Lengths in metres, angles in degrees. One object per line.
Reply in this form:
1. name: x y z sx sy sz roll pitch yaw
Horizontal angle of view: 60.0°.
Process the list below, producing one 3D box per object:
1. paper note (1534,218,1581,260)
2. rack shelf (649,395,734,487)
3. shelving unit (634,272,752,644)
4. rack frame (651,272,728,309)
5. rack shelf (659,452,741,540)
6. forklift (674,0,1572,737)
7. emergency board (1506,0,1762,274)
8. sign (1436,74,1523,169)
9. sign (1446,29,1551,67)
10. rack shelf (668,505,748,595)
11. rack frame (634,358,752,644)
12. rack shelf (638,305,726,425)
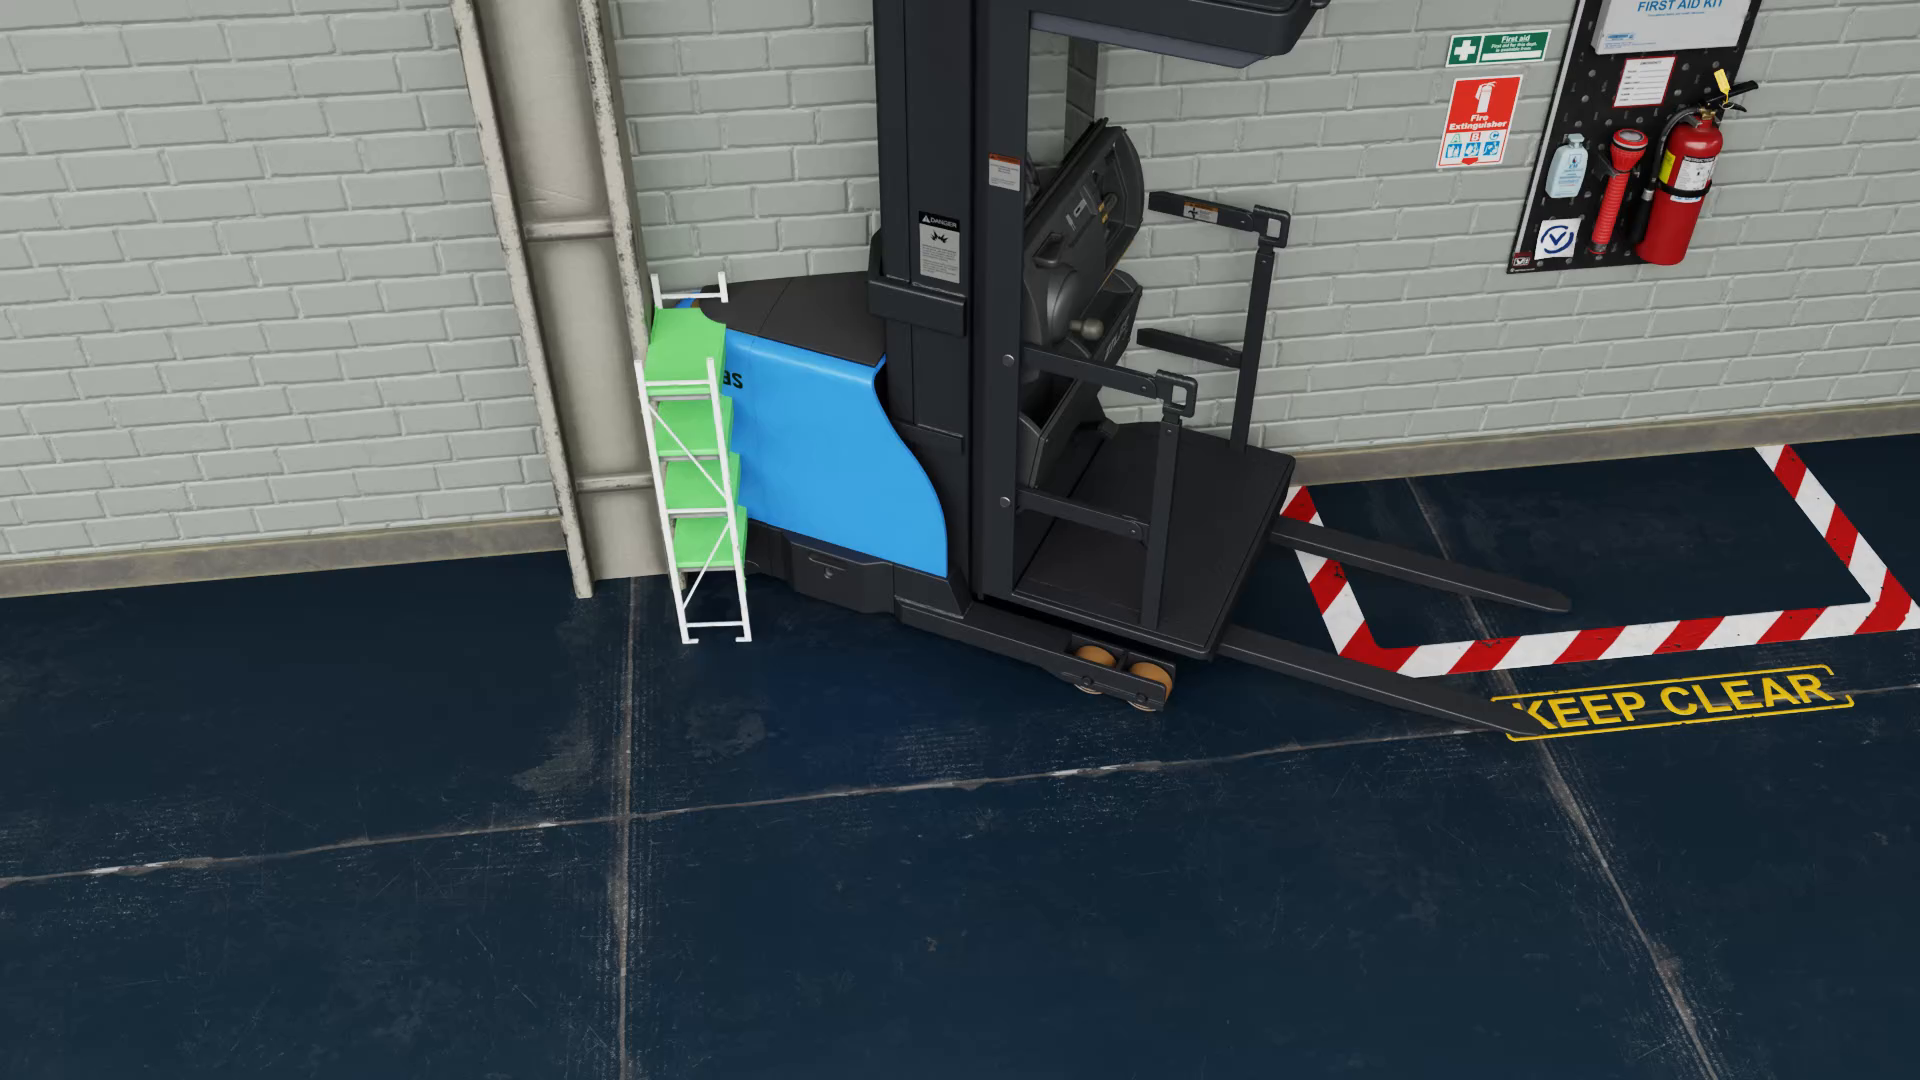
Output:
1. paper note: 2.100 -1.057 5.840 0.142 0.148 0.016 -5 42 -6
2. rack shelf: -0.874 -0.389 5.525 0.258 0.148 0.480 -2 41 -1
3. shelving unit: -0.871 -0.256 5.641 0.258 1.200 0.503 -2 41 -1
4. rack frame: -0.880 -0.416 5.824 0.240 1.200 0.015 -2 41 -1
5. rack shelf: -0.870 -0.208 5.683 0.258 0.148 0.480 -2 41 -1
6. forklift: 0.573 -0.920 5.081 3.031 2.935 1.130 16 45 17
7. emergency board: 2.284 -1.354 5.511 0.643 1.169 0.194 -5 42 -6
8. sign: 1.722 -1.388 5.522 0.234 0.329 0.001 -5 42 -6
9. sign: 1.728 -1.579 5.339 0.331 0.109 0.001 -5 42 -6
10. rack shelf: -0.867 -0.027 5.840 0.258 0.148 0.480 -2 41 -1
11. rack frame: -0.862 -0.096 5.457 0.240 1.200 0.015 -2 41 -1
12. rack shelf: -0.877 -0.569 5.367 0.258 0.148 0.480 -2 41 -1
